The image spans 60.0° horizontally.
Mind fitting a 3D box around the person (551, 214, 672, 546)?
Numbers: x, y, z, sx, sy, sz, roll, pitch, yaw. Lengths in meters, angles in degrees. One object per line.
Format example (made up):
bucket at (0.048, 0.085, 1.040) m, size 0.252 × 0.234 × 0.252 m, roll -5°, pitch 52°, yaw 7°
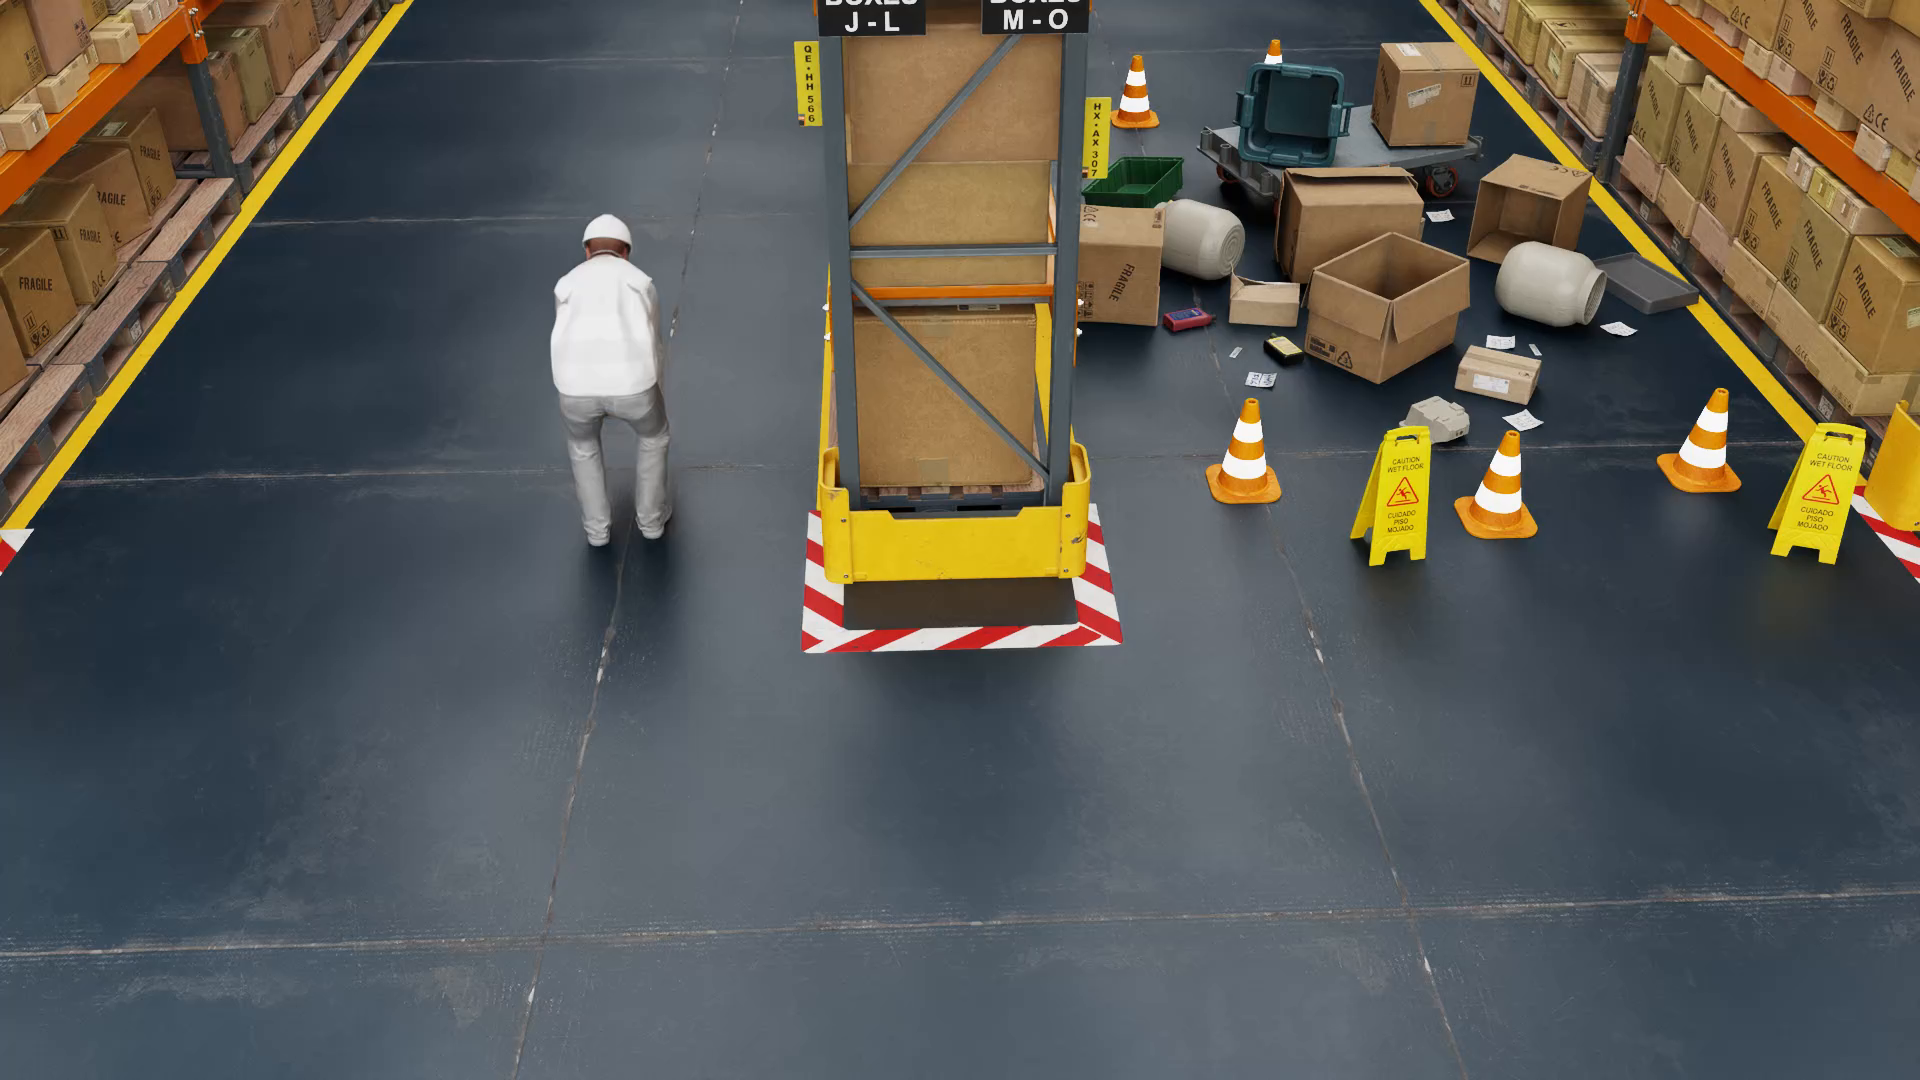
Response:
person at (-1.561, -0.707, 7.531) m, size 0.467 × 1.317 × 0.938 m, roll -3°, pitch 35°, yaw -4°
